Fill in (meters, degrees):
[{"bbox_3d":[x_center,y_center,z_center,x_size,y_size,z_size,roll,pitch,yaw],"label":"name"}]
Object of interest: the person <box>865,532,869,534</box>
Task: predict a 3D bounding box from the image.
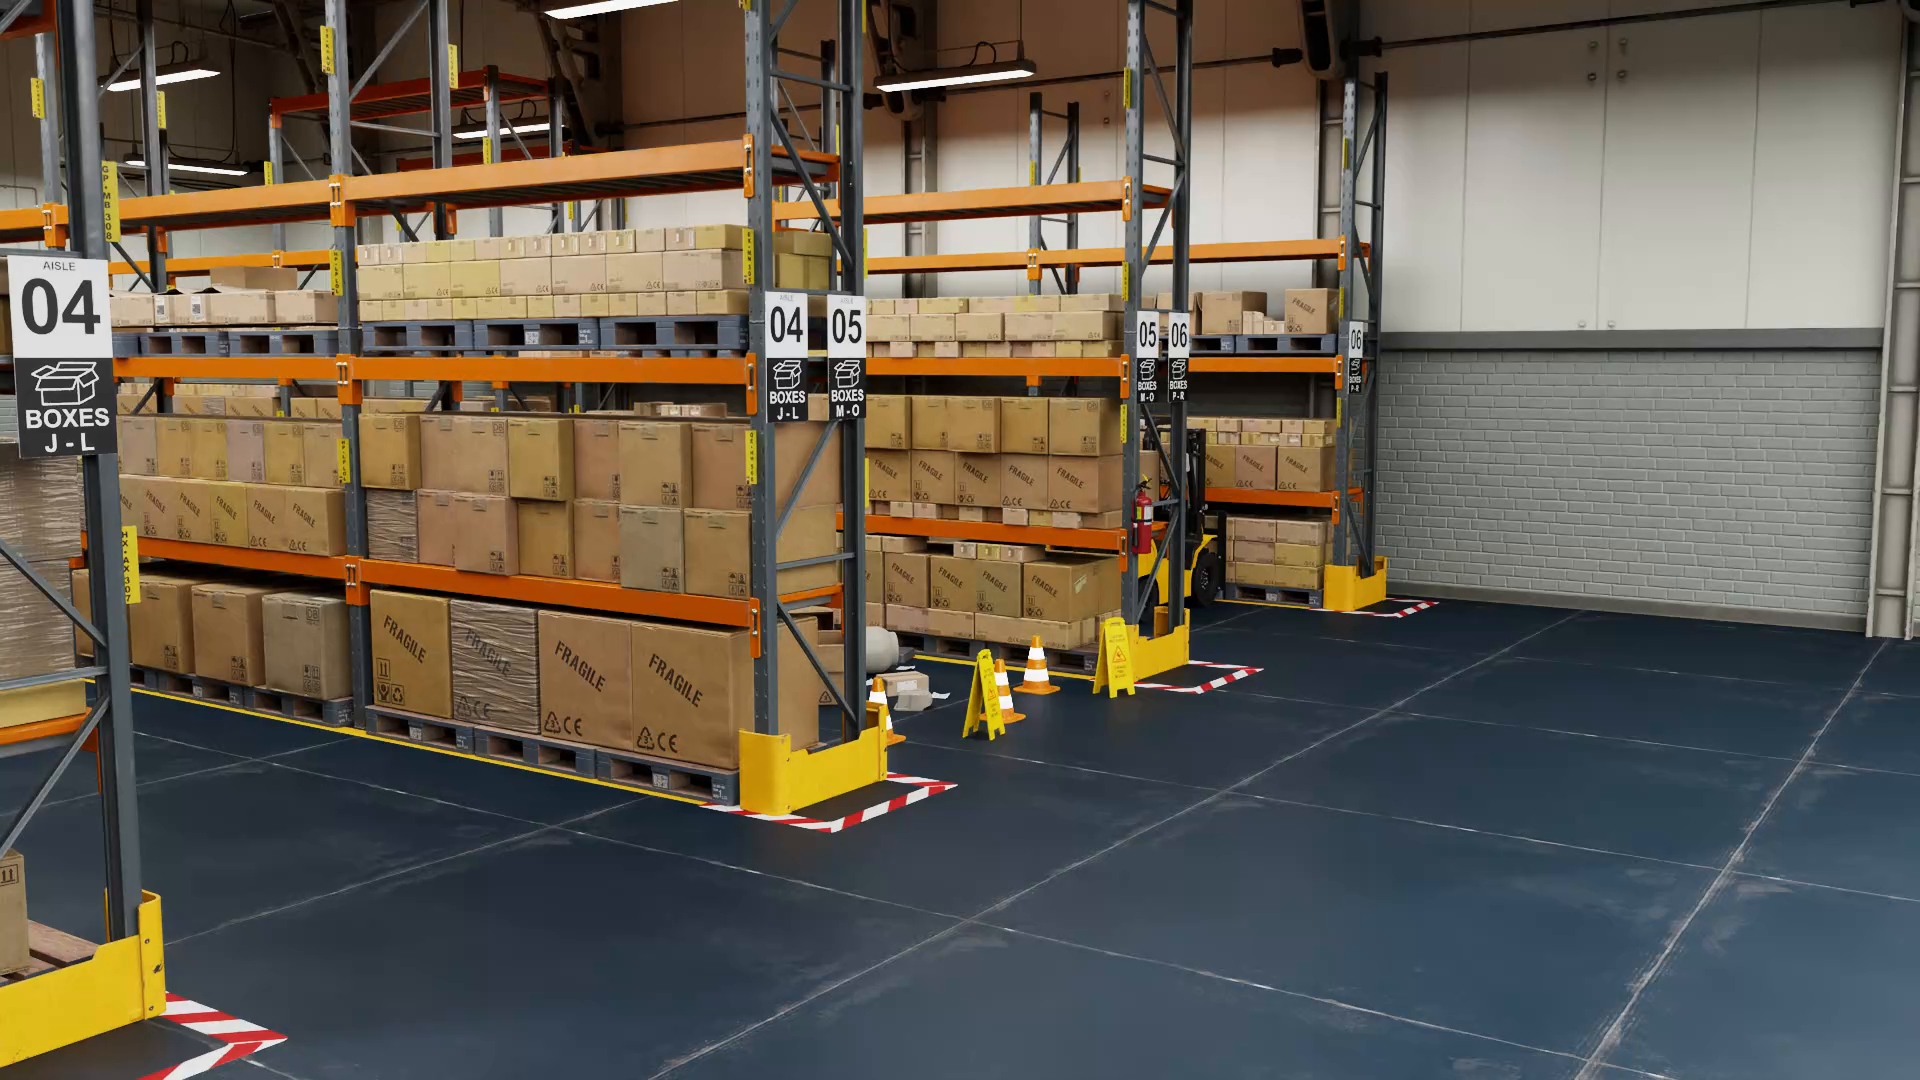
[{"bbox_3d":[-1.259,-0.065,18.561,0.383,1.699,0.547,4,8,34],"label":"person"}]
